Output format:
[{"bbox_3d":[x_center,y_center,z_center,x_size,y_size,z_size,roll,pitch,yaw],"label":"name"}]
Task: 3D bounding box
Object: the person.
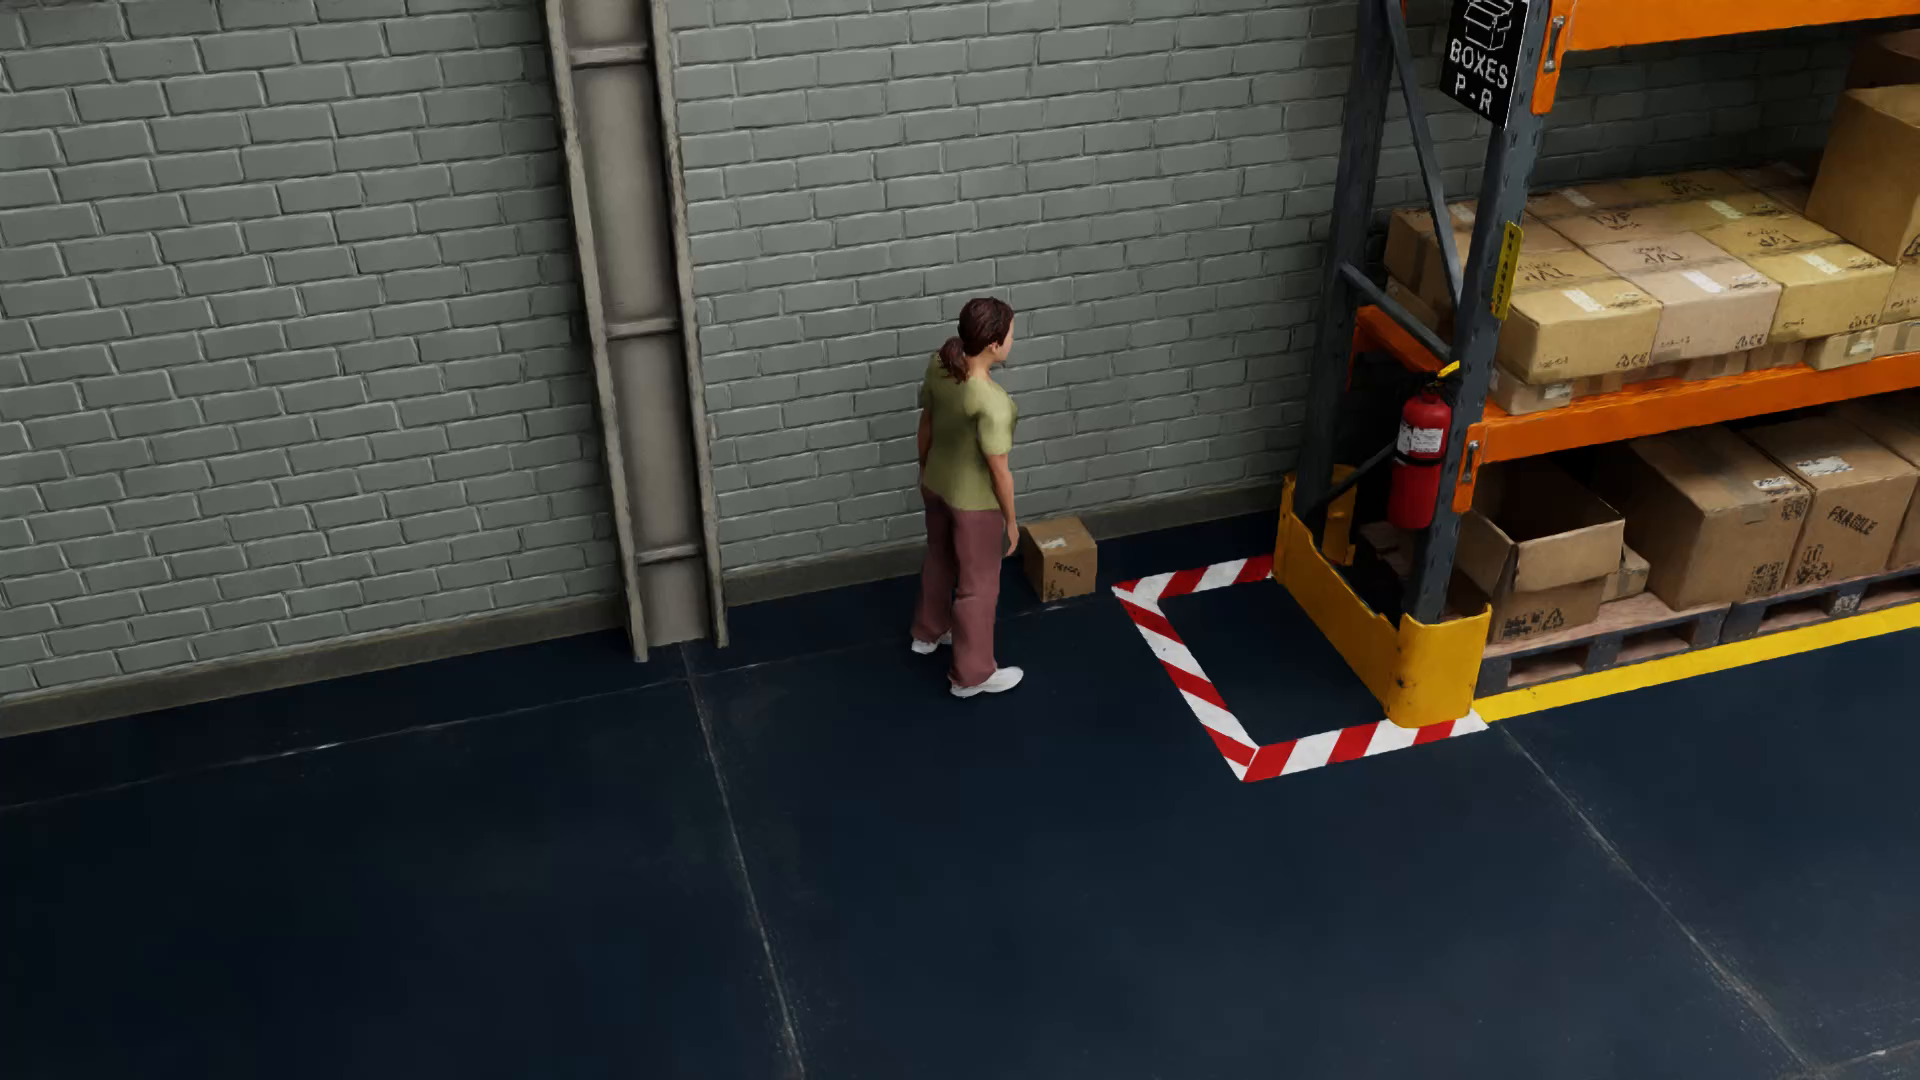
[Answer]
[{"bbox_3d":[0.037,-0.168,6.344,0.346,1.679,0.552,-25,41,-32],"label":"person"}]
